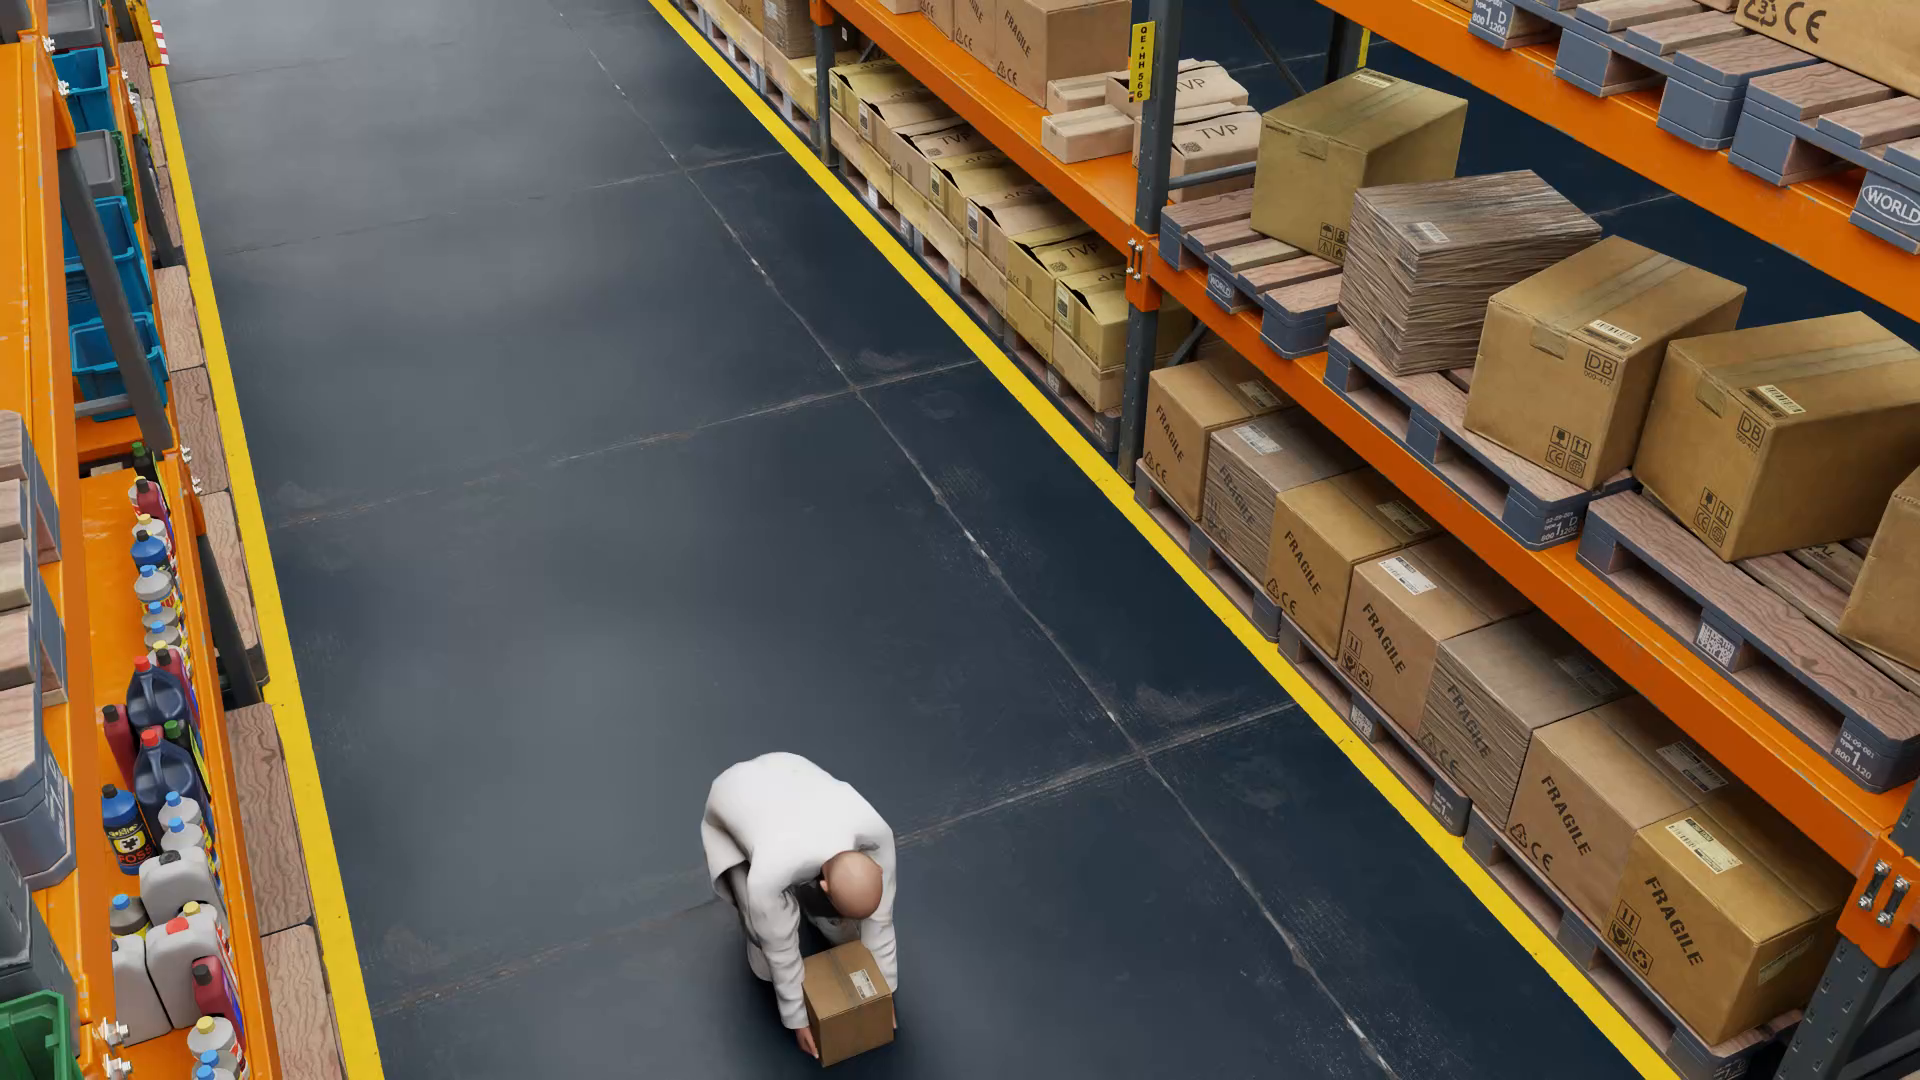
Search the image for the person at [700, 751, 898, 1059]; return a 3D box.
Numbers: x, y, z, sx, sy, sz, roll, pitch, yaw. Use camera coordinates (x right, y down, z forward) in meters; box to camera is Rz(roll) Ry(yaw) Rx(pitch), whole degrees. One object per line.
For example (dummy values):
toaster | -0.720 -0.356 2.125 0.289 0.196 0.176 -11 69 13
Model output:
person | -0.527 1.134 5.502 0.570 0.854 0.917 -16 40 -21
